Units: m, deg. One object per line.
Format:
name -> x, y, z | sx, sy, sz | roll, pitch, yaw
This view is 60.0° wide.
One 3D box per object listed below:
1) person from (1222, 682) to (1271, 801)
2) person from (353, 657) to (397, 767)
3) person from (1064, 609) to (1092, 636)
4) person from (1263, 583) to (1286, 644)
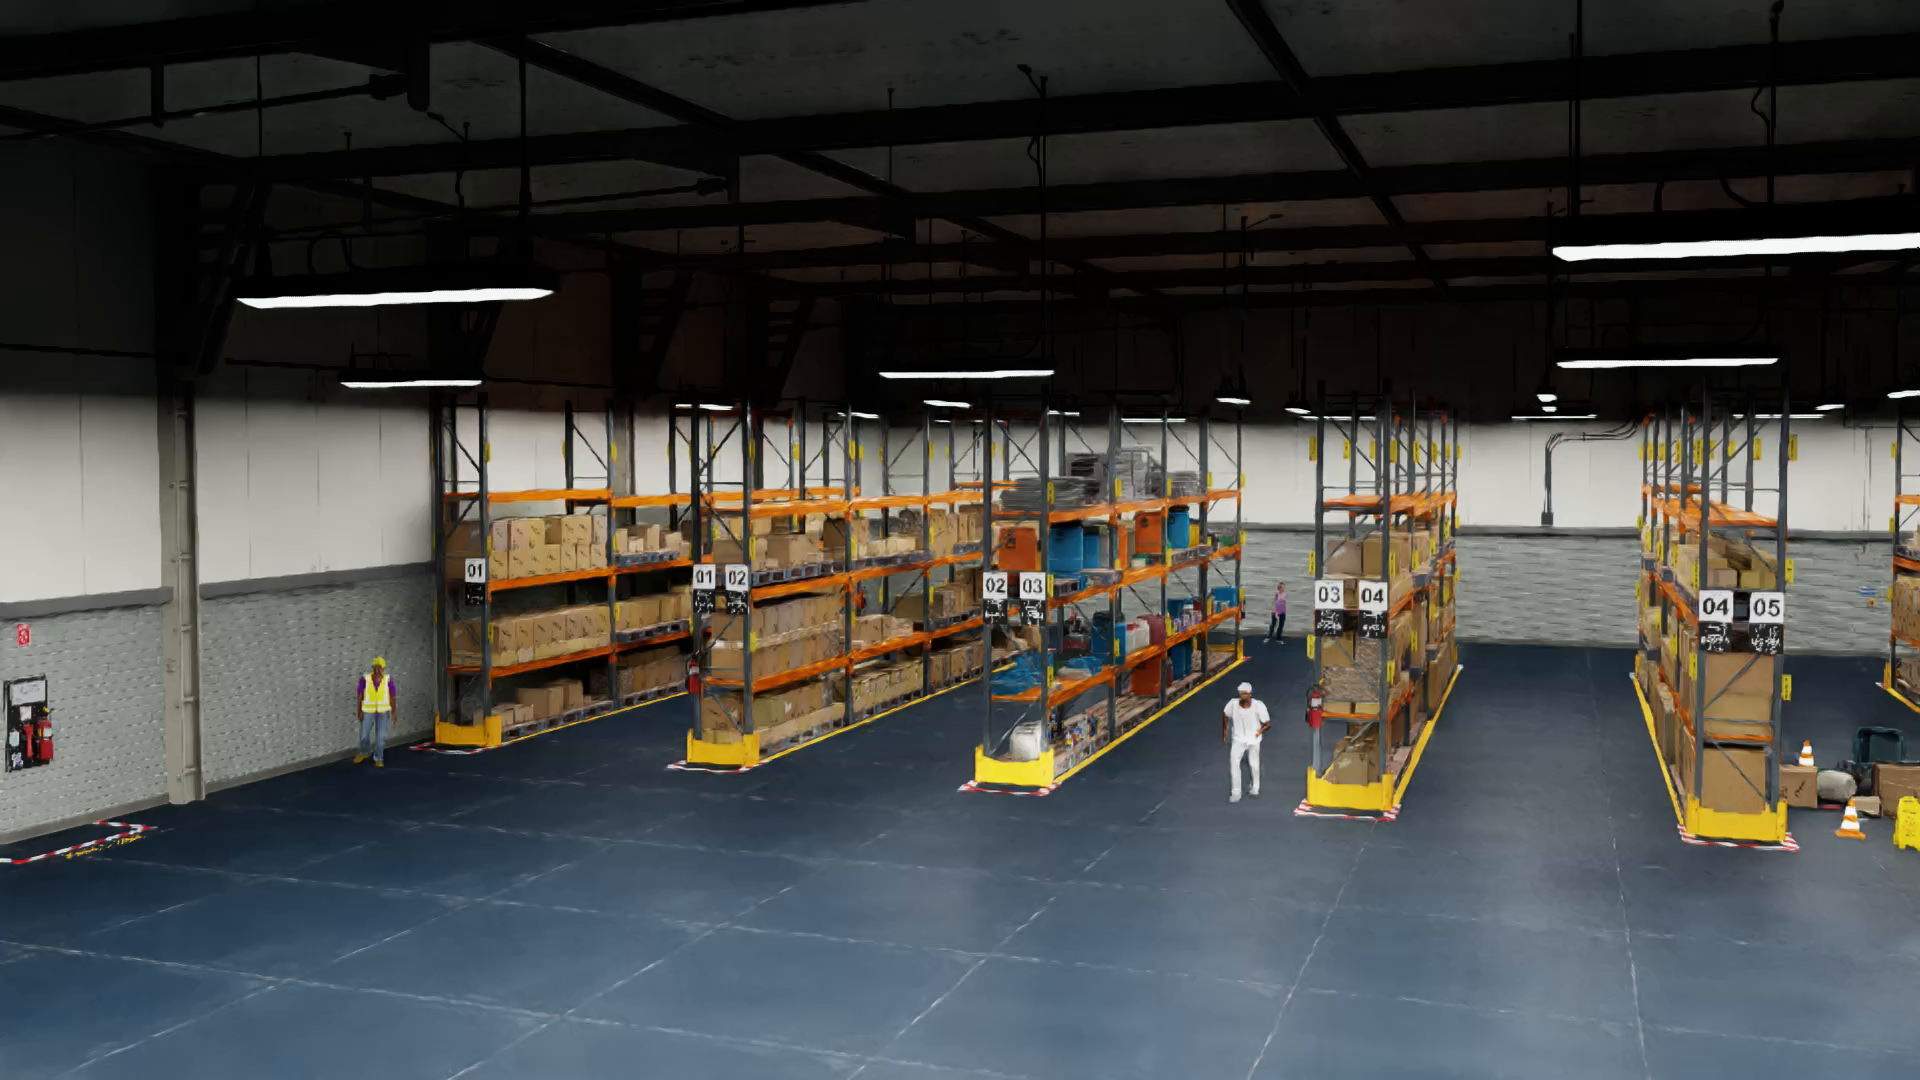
person -> 4.113, 2.872, 23.967 | 0.739, 1.693, 0.859 | 1, 3, 17
person -> -9.283, 2.719, 26.354 | 0.669, 1.754, 0.492 | -1, 3, -21
person -> 2.426, 2.286, 35.399 | 0.678, 1.660, 0.836 | 1, 3, 25
person -> 8.235, 1.908, 43.423 | 0.602, 1.589, 0.467 | -1, 3, -17
